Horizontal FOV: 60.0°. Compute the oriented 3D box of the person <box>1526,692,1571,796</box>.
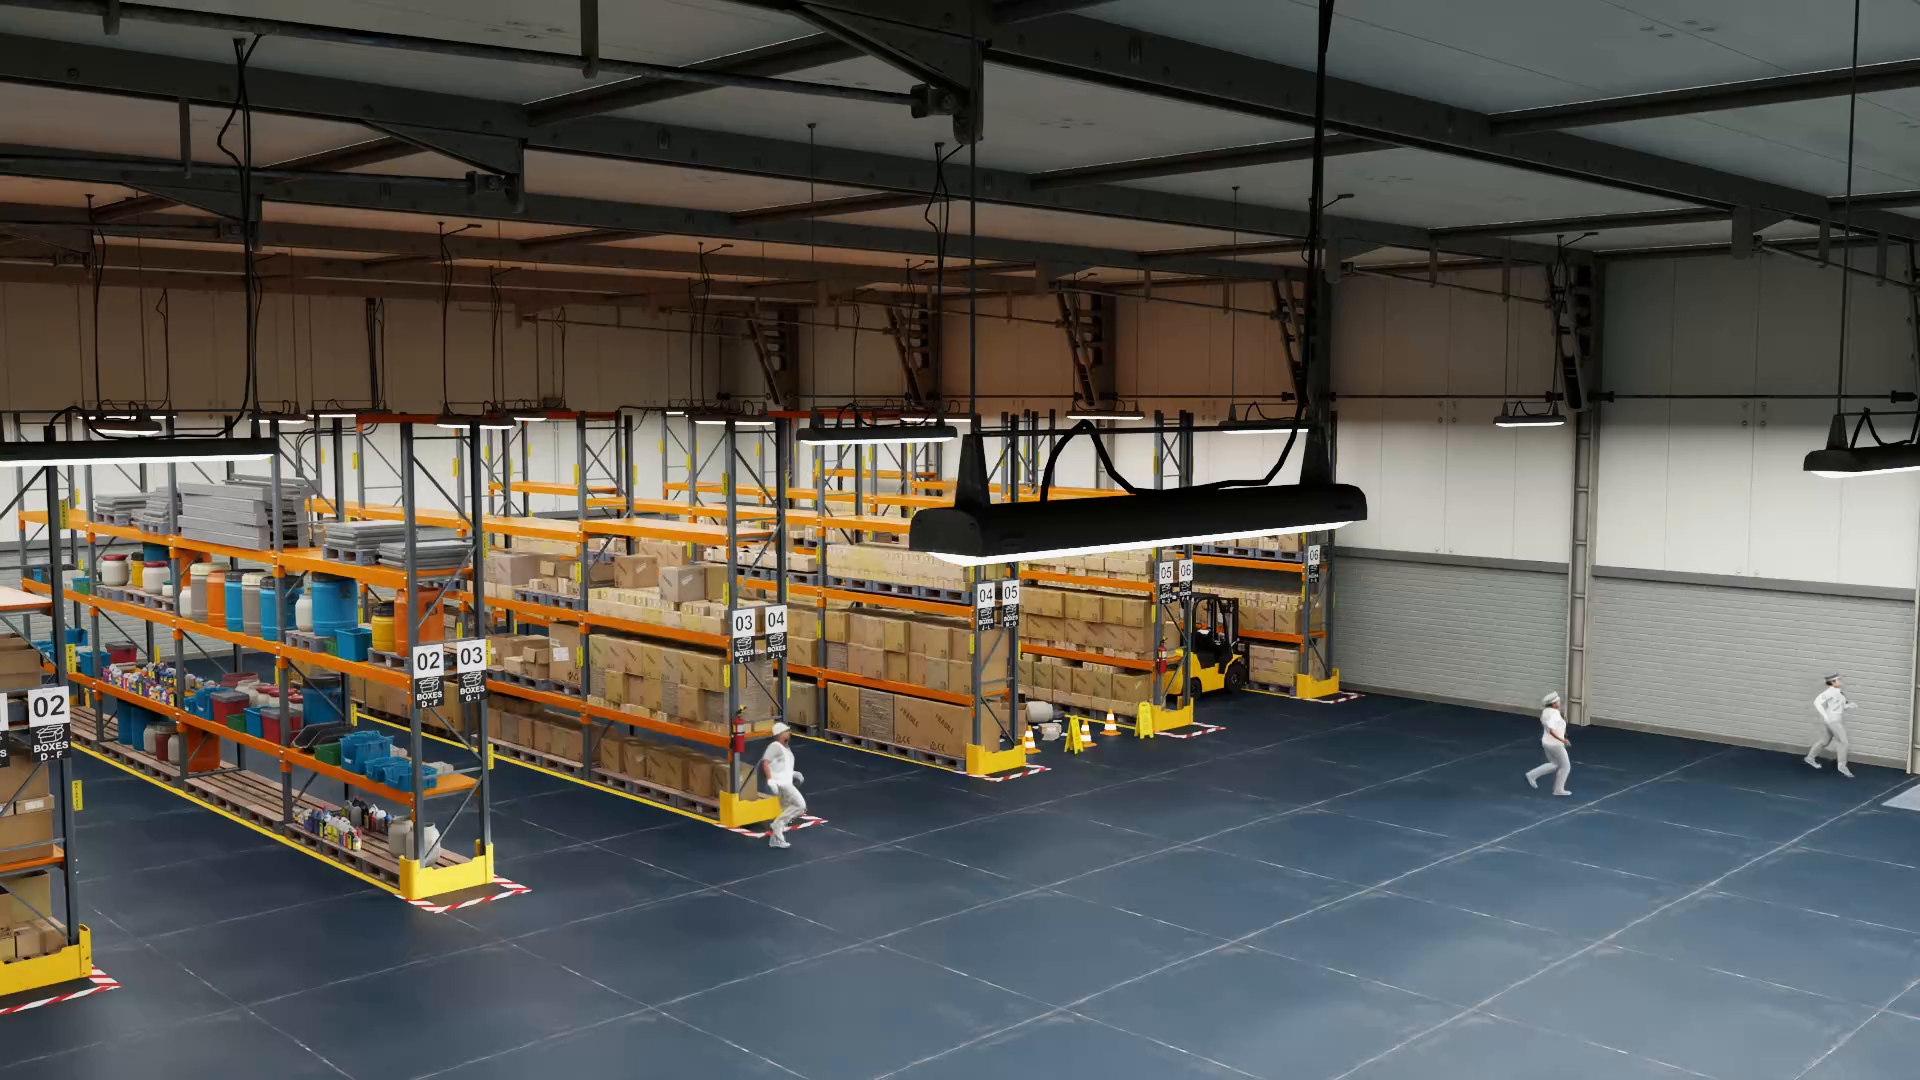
[{"bbox_3d":[9.356,3.220,26.293,0.668,1.655,0.580,0,5,0],"label":"person"}]

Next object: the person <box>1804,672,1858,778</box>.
[{"bbox_3d":[14.575,3.065,27.824,0.785,1.747,0.589,3,6,33],"label":"person"}]

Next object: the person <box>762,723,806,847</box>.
[{"bbox_3d":[-2.457,3.438,23.445,0.584,1.710,0.728,0,5,1],"label":"person"}]
